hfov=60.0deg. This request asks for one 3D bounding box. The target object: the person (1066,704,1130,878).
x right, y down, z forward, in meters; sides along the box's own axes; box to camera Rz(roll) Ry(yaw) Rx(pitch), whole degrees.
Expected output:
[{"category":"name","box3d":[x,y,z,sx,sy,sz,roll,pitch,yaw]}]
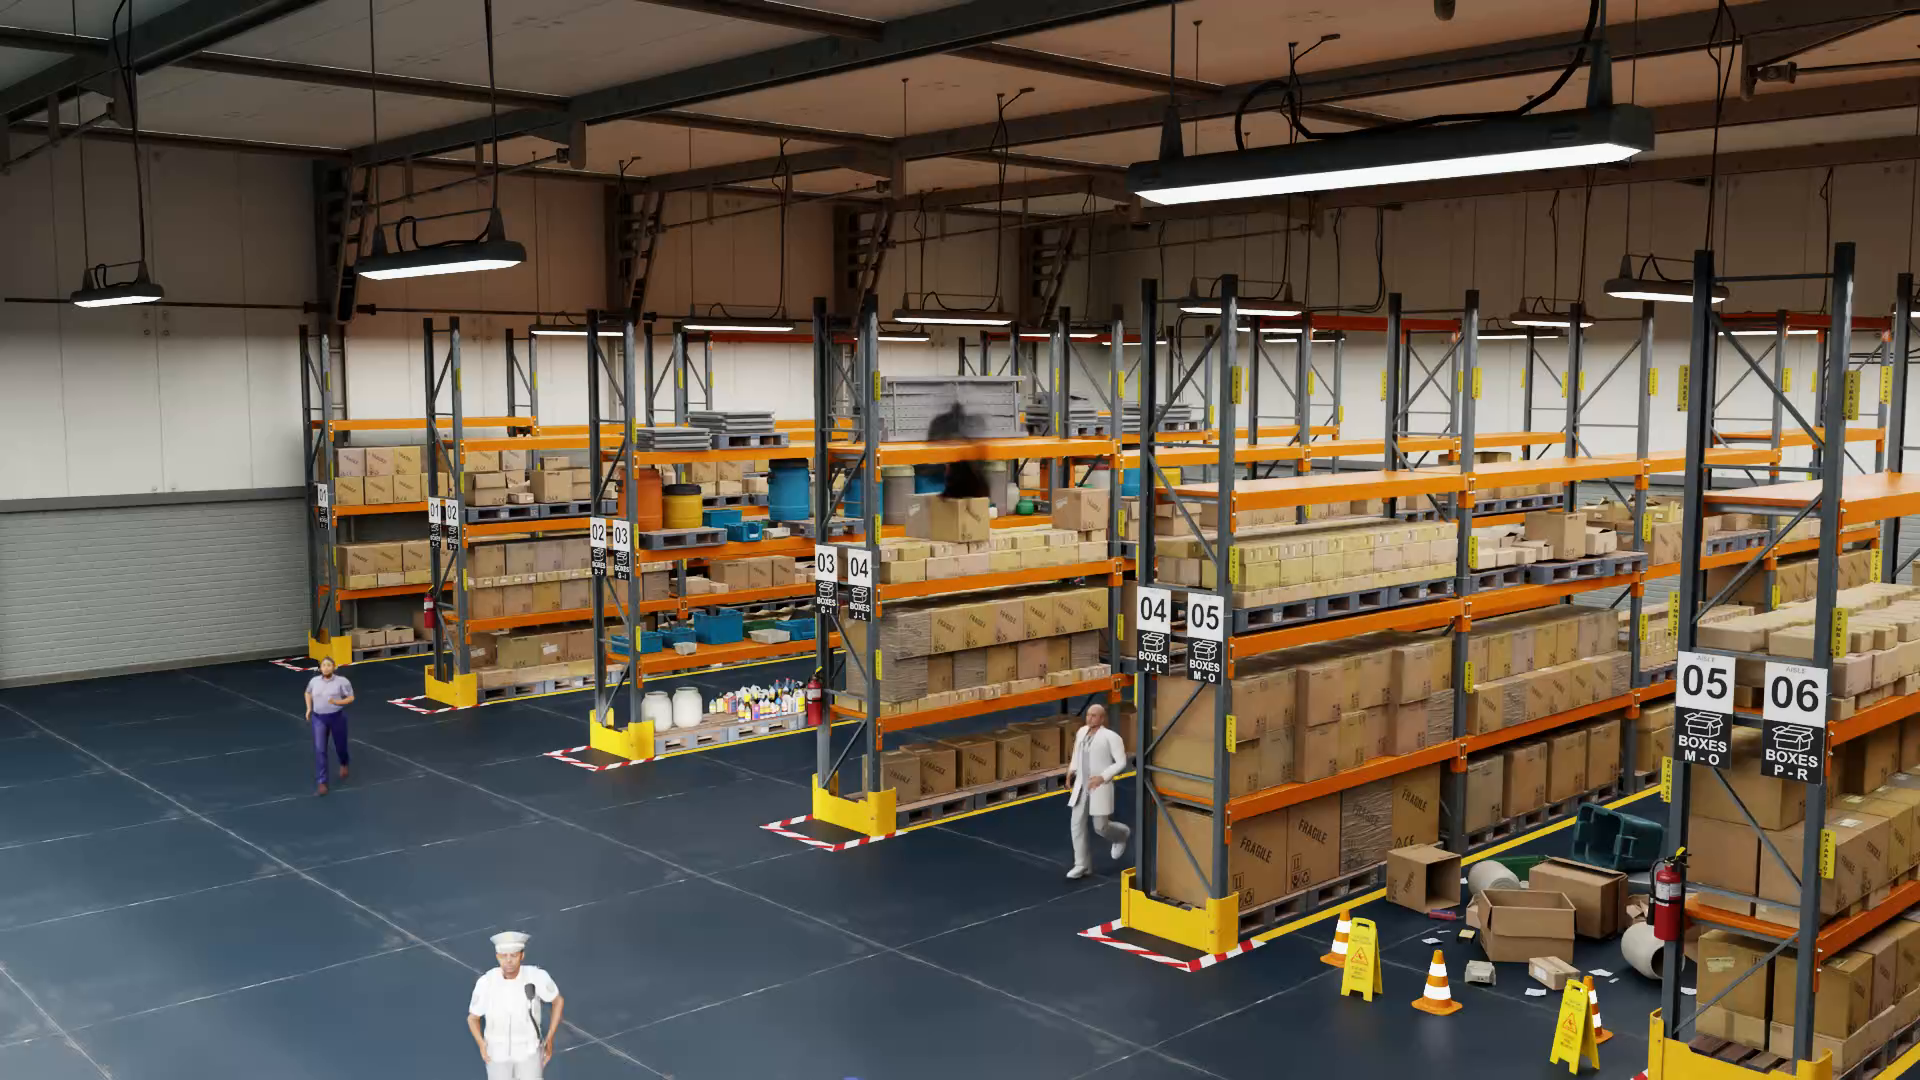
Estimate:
[{"category":"person","box3d":[1.408,2.657,17.182,0.743,1.546,0.934,5,7,40]}]

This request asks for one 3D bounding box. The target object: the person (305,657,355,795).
[{"category":"person","box3d":[-7.816,2.253,20.621,0.610,1.628,0.940,-1,6,-13]}]

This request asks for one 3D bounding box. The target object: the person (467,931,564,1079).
[{"category":"person","box3d":[-2.826,3.276,10.518,0.578,1.658,0.571,0,6,-4]}]
